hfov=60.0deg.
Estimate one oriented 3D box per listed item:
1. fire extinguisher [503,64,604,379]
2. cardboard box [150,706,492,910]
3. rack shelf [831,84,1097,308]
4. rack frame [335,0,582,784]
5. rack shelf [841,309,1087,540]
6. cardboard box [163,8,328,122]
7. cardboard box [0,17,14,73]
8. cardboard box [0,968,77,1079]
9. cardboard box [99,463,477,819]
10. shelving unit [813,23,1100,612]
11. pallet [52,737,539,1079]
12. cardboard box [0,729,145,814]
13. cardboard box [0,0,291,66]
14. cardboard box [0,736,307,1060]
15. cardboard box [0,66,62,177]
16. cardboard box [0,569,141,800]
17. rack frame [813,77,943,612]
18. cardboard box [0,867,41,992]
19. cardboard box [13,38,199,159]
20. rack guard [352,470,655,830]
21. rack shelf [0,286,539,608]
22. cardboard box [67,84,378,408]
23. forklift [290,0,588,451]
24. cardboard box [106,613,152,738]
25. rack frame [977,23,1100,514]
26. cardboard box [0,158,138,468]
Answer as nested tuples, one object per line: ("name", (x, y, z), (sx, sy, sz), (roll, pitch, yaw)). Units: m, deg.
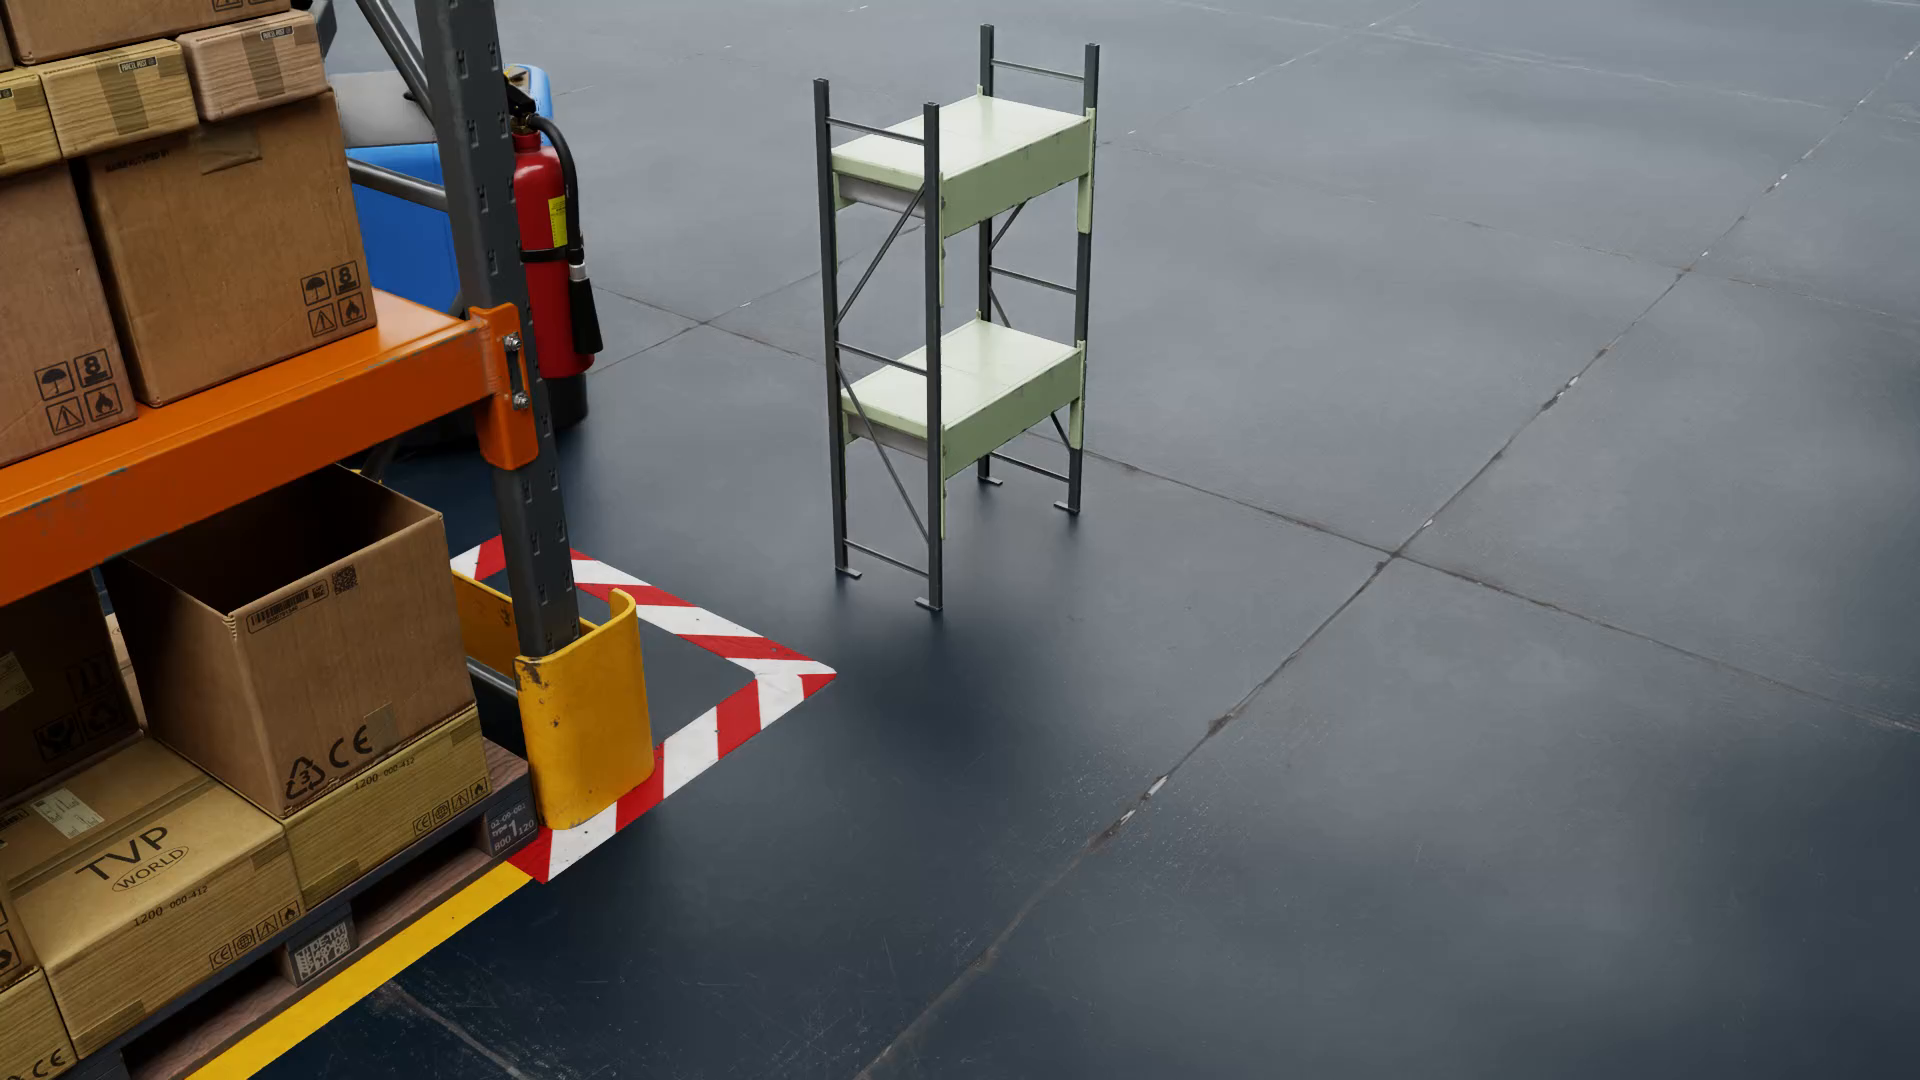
("fire extinguisher", (-0.898, -0.681, 3.532), (0.296, 0.674, 0.183), (21, 37, 31))
("cardboard box", (-1.428, 0.502, 3.746), (0.500, 0.250, 0.500), (21, 37, 31))
("rack shelf", (0.004, -0.984, 4.673), (0.431, 0.370, 0.720), (21, 37, 31))
("rack frame", (-1.340, -0.809, 3.673), (1.000, 3.000, 0.127), (21, 37, 31))
("rack shelf", (0.004, -0.367, 5.038), (0.431, 0.370, 0.720), (21, 37, 31))
("cardboard box", (-1.419, -0.917, 3.121), (0.380, 0.149, 0.250), (20, 36, 31))
("cardboard box", (-1.977, -0.987, 2.603), (0.700, 0.500, 0.500), (20, 36, 30))
("cardboard box", (-2.021, 0.913, 3.053), (0.500, 0.250, 0.500), (21, 37, 31))
("cardboard box", (-1.426, 0.180, 3.553), (0.500, 0.500, 0.500), (21, 37, 31))
("shelving unit", (0.004, -0.648, 4.872), (0.431, 1.500, 0.755), (21, 37, 31))
("pallet", (-1.768, 0.714, 3.838), (1.003, 0.211, 1.213), (21, 37, 31))
("cardboard box", (-2.140, 0.547, 3.670), (0.500, 0.250, 0.500), (21, 37, 31))
("cardboard box", (-1.664, -1.203, 2.967), (0.700, 0.500, 0.500), (21, 37, 31))
("cardboard box", (-1.720, 0.709, 3.396), (0.500, 0.250, 0.500), (21, 37, 31))
("cardboard box", (-1.730, -0.706, 2.765), (0.380, 0.149, 0.250), (21, 36, 31))
("cardboard box", (-2.141, 0.224, 3.479), (0.500, 0.500, 0.500), (21, 37, 31))
("rack frame", (-0.217, -0.499, 4.621), (0.400, 1.500, 0.023), (21, 37, 31))
("cardboard box", (-2.018, 0.591, 2.860), (0.500, 0.500, 0.500), (21, 37, 31))
("cardboard box", (-1.576, -0.810, 2.941), (0.380, 0.149, 0.250), (22, 37, 32))
("rack guard", (-1.325, 0.257, 4.327), (1.175, 0.500, 0.348), (21, 37, 31))
("rack shelf", (-2.547, 0.313, 2.485), (1.077, 0.370, 4.000), (21, 37, 31))
("cardboard box", (-1.632, -0.666, 3.334), (0.700, 0.500, 0.500), (21, 37, 31))
("forklift", (-2.885, -1.695, 5.235), (3.031, 2.935, 1.130), (-6, 31, -11))
("cardboard box", (-1.841, 0.343, 4.015), (0.500, 0.250, 0.500), (21, 37, 31))
("rack frame", (0.225, -0.797, 5.123), (0.400, 1.500, 0.023), (21, 37, 31))
("cardboard box", (-1.945, -0.451, 2.971), (0.700, 0.500, 0.500), (22, 37, 32))
